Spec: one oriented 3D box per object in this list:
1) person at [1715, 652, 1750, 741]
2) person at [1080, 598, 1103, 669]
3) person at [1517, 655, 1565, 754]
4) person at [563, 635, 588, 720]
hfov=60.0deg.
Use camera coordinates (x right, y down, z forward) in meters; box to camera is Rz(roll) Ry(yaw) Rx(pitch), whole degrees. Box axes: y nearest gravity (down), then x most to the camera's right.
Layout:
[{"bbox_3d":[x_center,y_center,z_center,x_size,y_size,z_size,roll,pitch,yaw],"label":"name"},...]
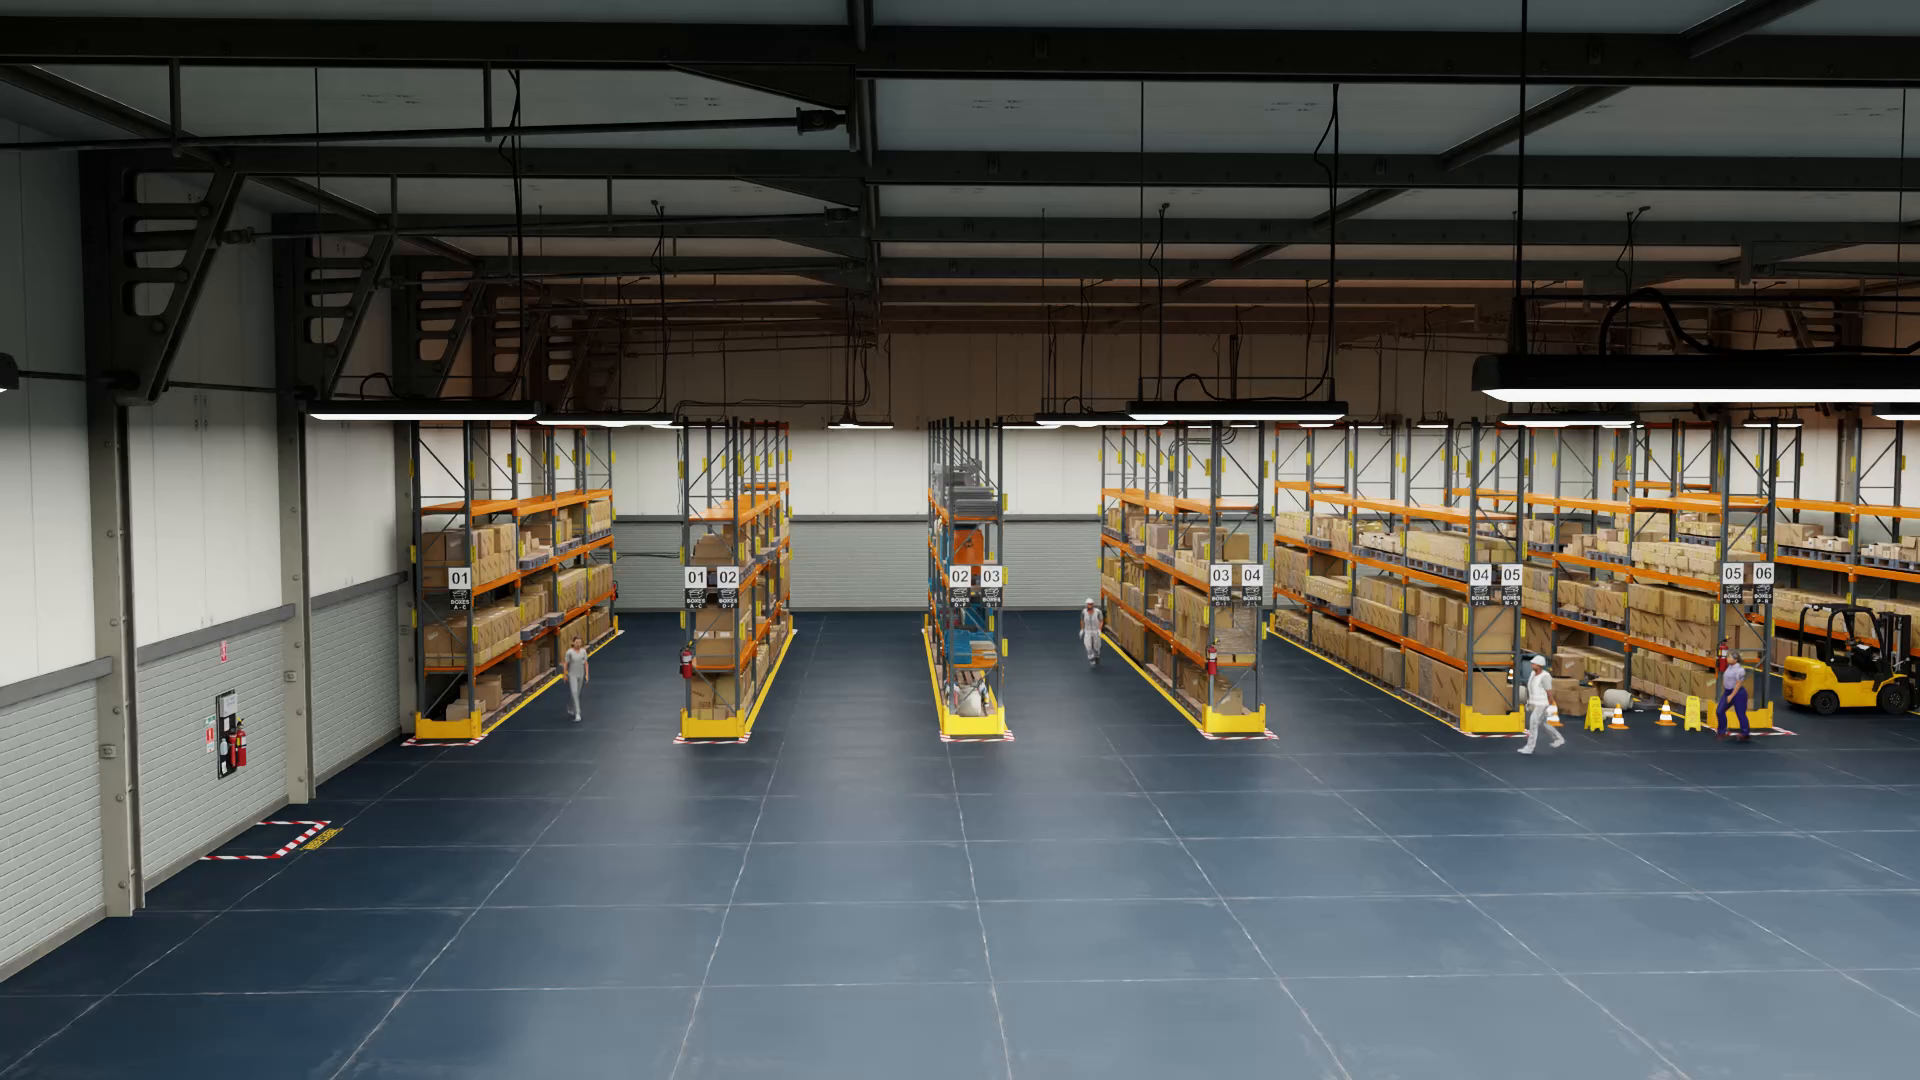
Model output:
[{"bbox_3d":[14.307,2.924,30.720,0.590,1.719,0.453,-1,4,-18],"label":"person"},{"bbox_3d":[3.197,2.242,40.435,0.592,1.698,0.796,1,4,9],"label":"person"},{"bbox_3d":[10.339,2.918,29.558,1.027,1.749,0.619,-1,4,-14],"label":"person"},{"bbox_3d":[-7.647,2.717,33.183,0.487,1.624,0.928,-3,5,-42],"label":"person"}]
